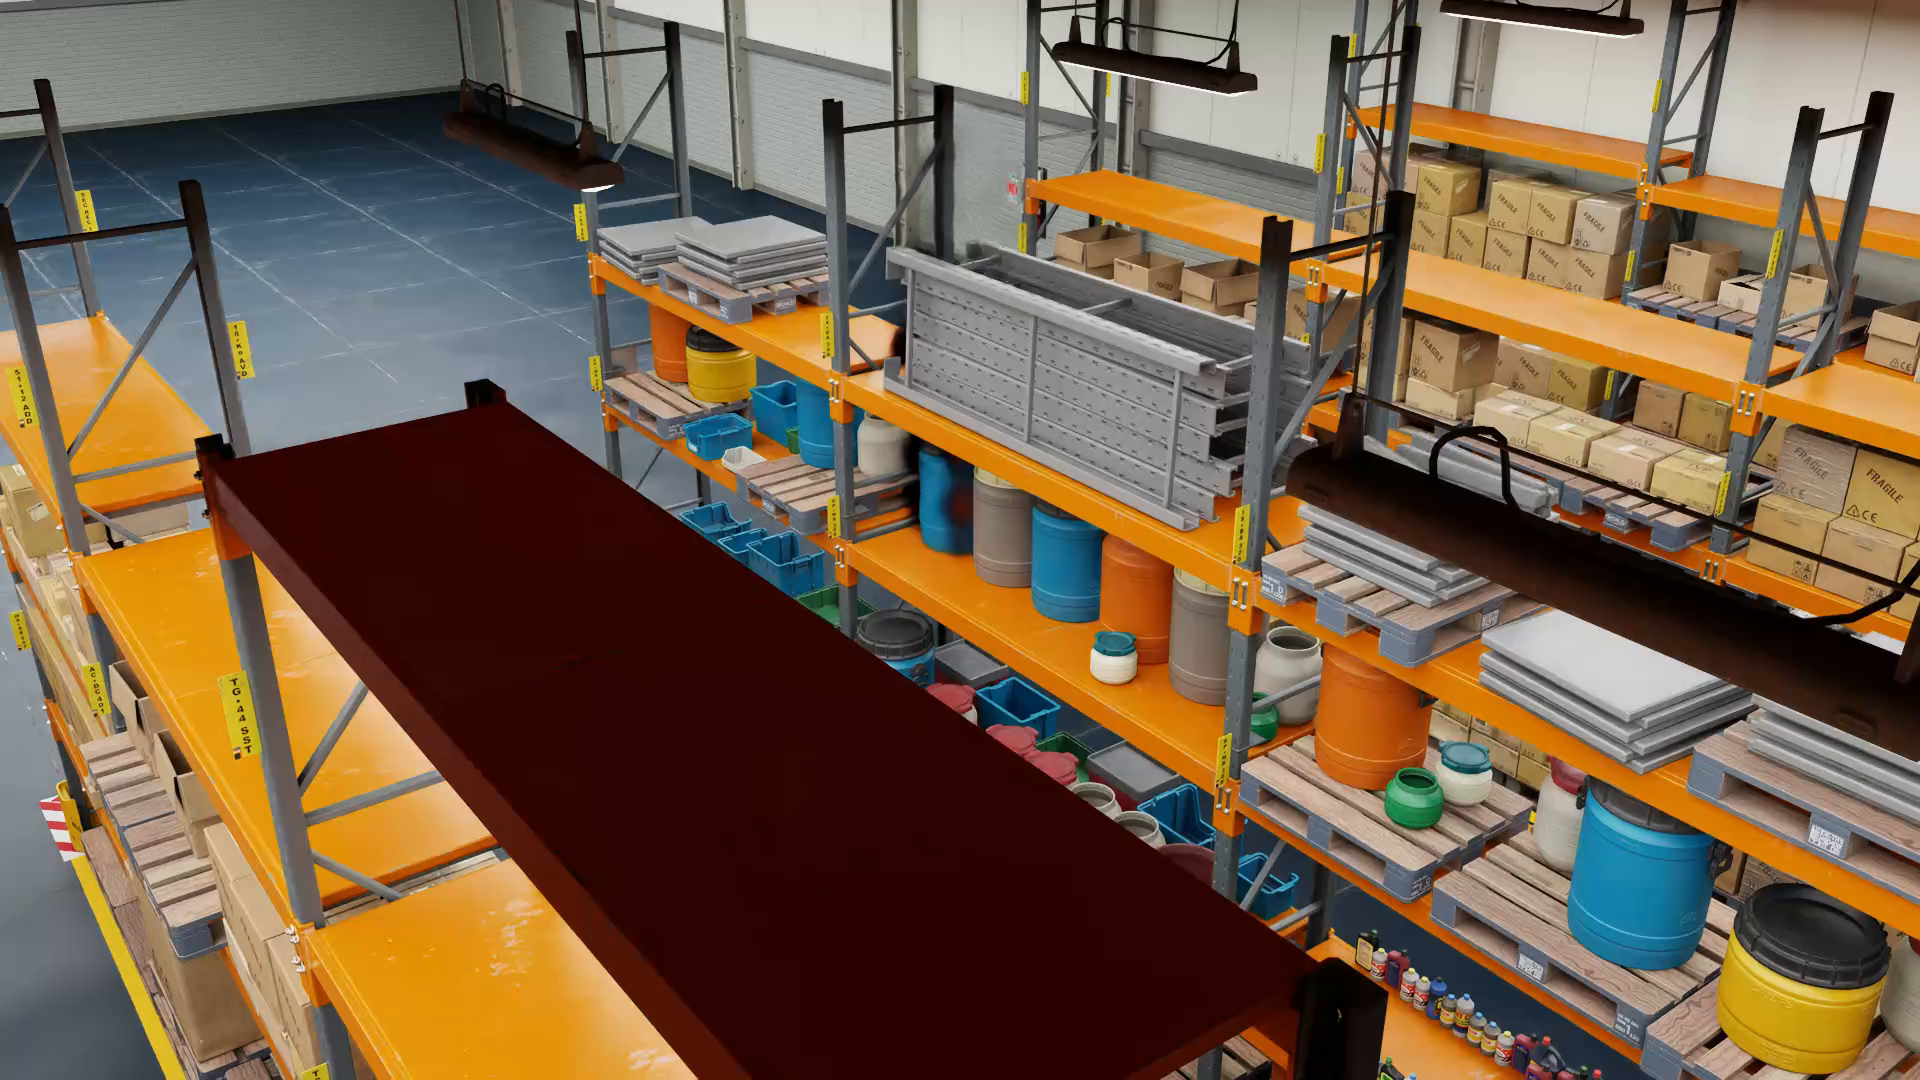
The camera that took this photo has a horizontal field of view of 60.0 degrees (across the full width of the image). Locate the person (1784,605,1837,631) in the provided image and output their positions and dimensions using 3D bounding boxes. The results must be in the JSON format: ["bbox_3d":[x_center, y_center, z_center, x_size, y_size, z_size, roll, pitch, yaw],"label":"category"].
[{"bbox_3d":[7.325,1.077,14.631,0.594,1.716,0.778,-20,31,-36],"label":"person"}]
